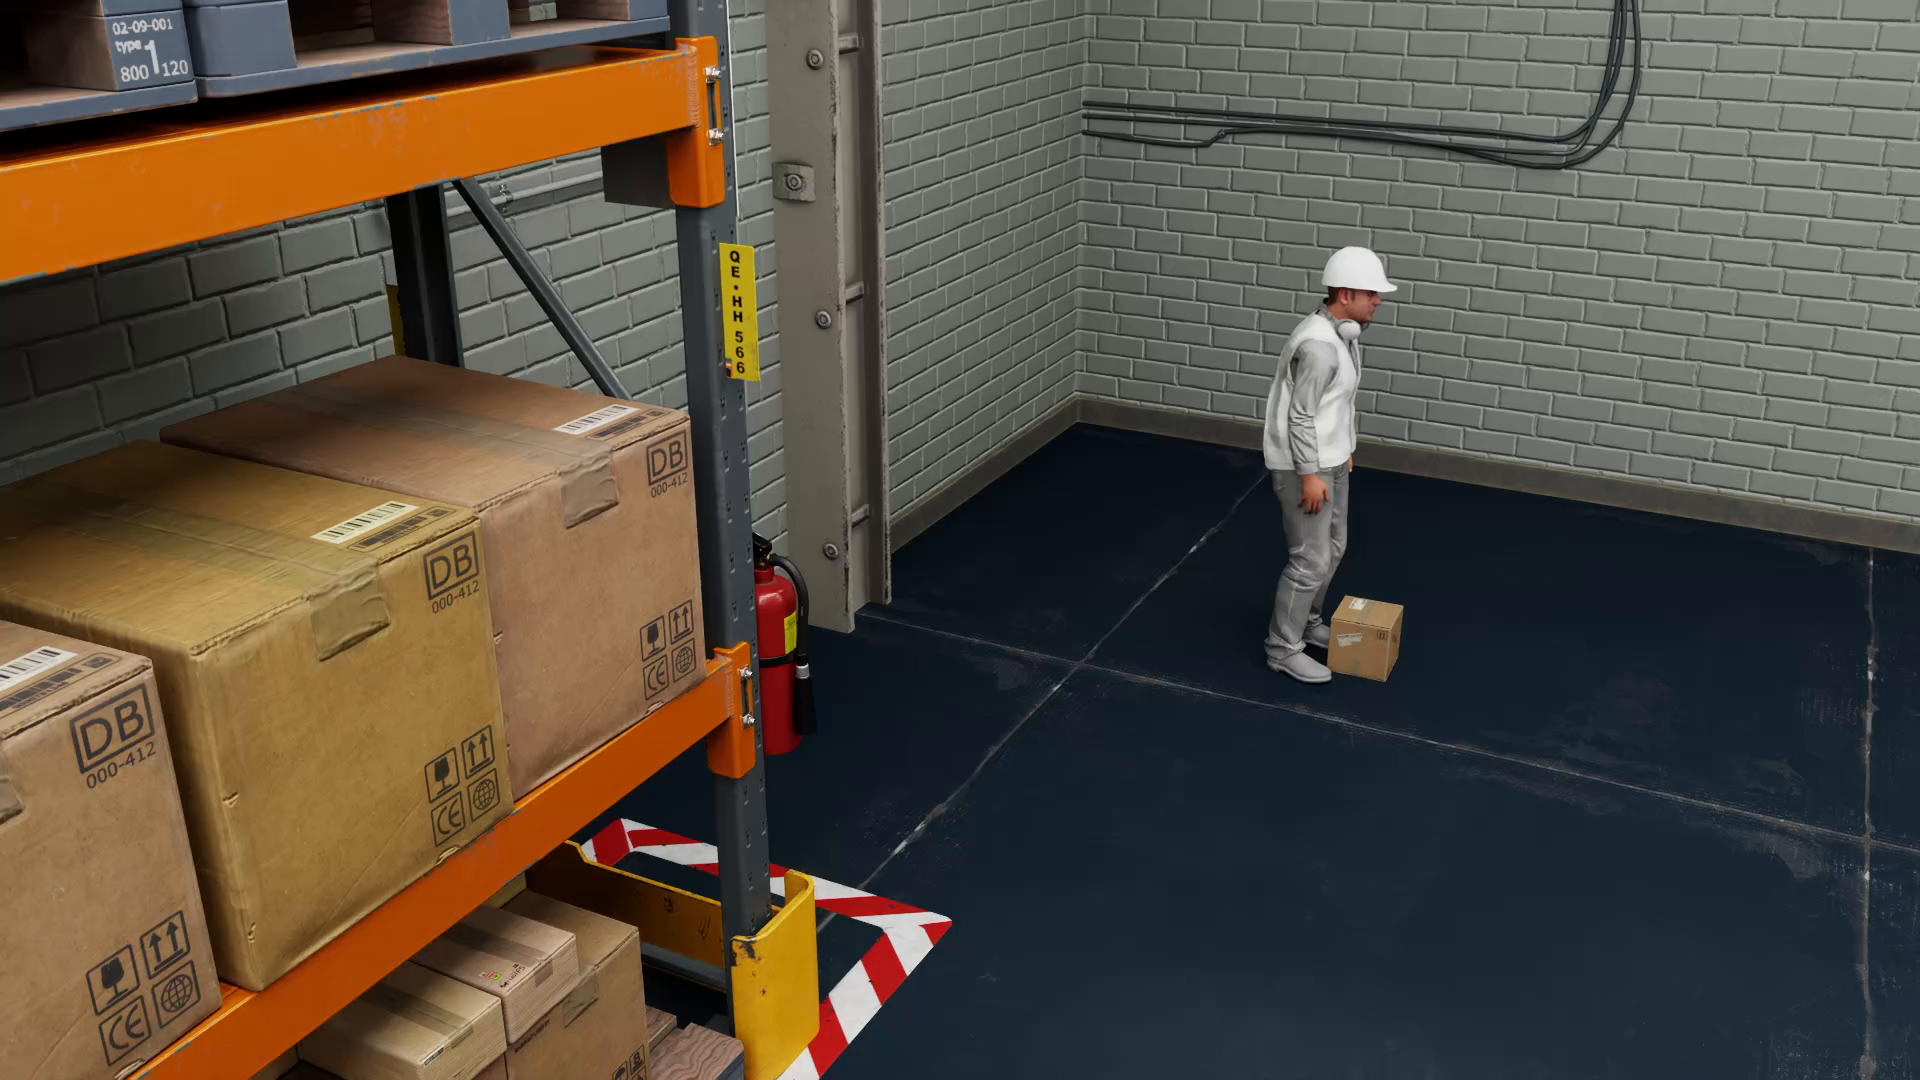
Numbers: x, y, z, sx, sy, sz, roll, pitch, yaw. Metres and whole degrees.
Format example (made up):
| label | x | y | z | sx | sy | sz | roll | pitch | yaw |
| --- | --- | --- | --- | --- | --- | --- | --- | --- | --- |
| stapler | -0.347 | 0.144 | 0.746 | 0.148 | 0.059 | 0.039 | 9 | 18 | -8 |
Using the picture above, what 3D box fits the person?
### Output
| label | x | y | z | sx | sy | sz | roll | pitch | yaw |
| --- | --- | --- | --- | --- | --- | --- | --- | --- | --- |
| person | 1.486 | -0.328 | 6.849 | 0.466 | 1.771 | 0.586 | 11 | 25 | 24 |
